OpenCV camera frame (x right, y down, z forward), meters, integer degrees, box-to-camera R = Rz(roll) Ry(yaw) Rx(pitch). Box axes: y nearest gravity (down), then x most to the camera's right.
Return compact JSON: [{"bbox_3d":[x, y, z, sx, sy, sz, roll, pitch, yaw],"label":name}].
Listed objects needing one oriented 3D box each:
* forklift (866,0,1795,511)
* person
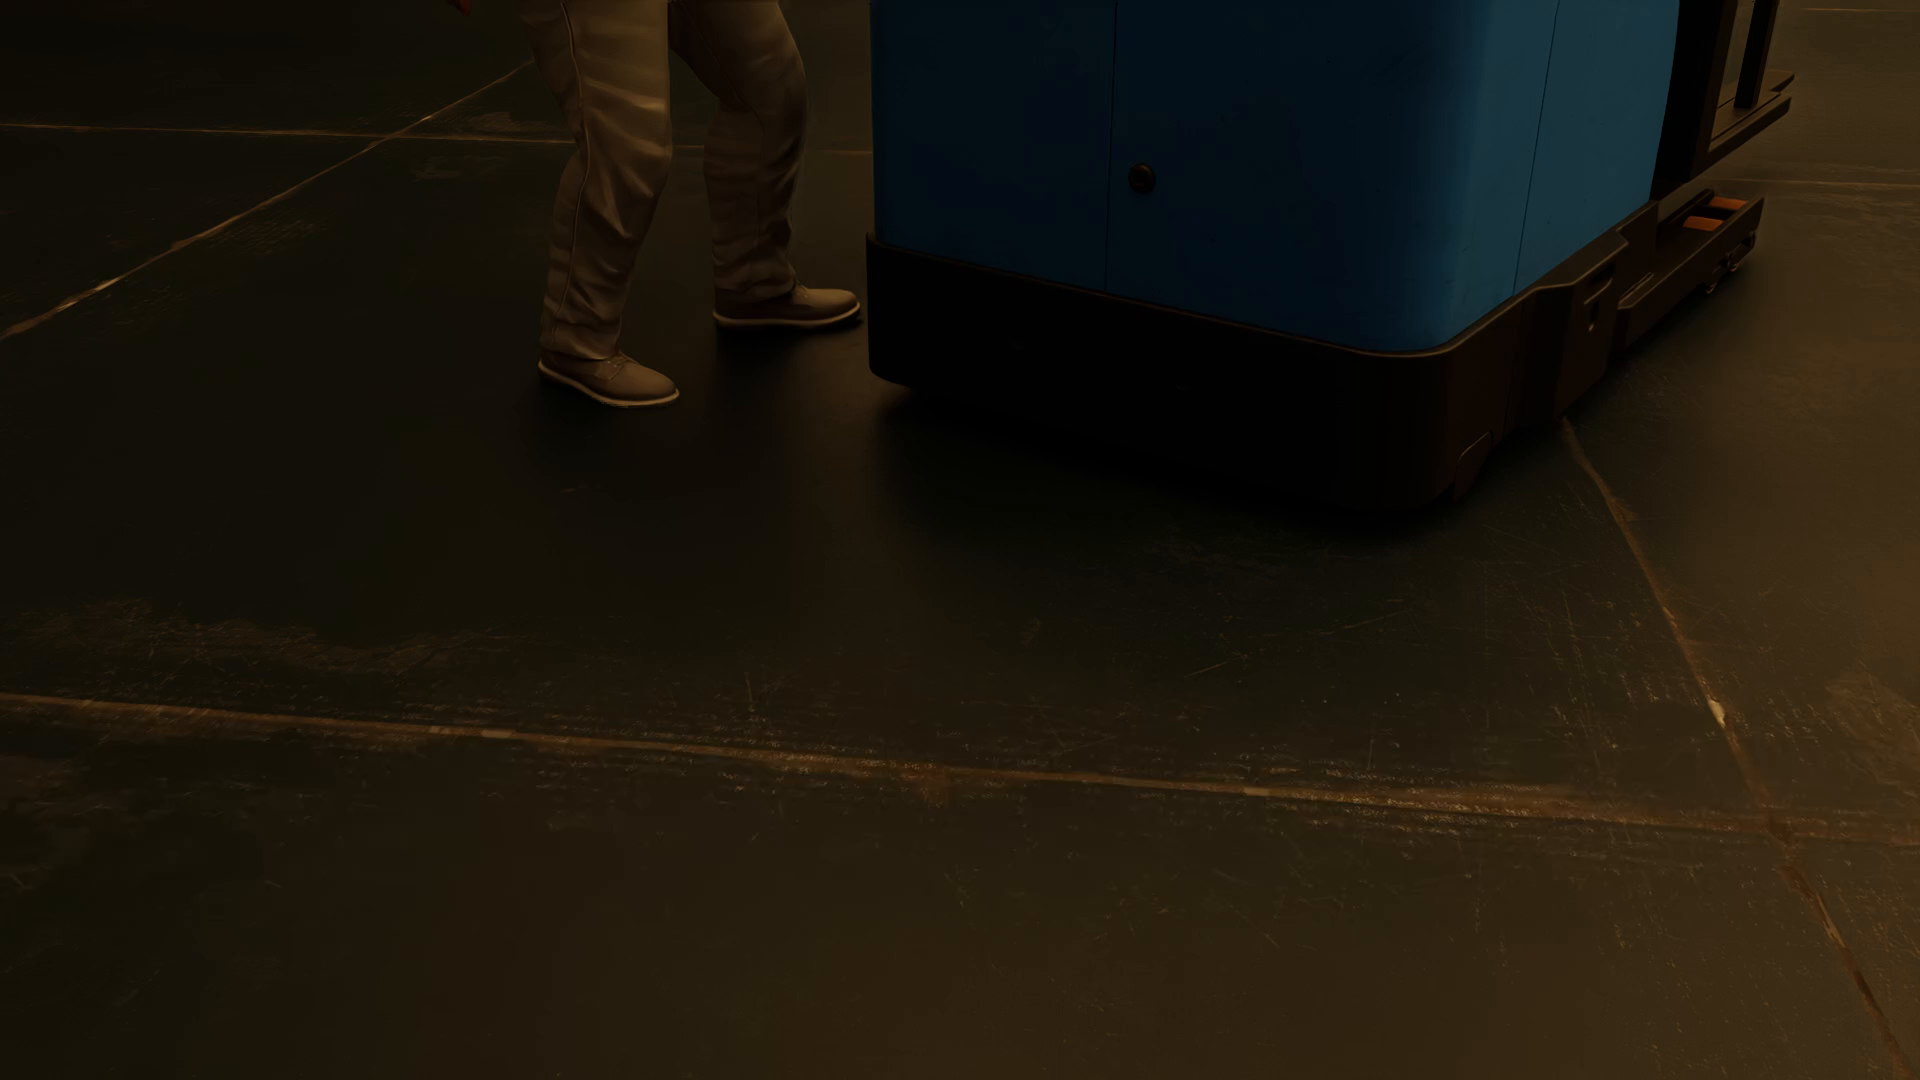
[{"bbox_3d":[1.122,-1.951,3.127,1.130,2.935,3.031,18,32,32],"label":"forklift"},{"bbox_3d":[-0.509,-1.052,2.798,0.470,1.637,0.816,13,29,24],"label":"person"}]
